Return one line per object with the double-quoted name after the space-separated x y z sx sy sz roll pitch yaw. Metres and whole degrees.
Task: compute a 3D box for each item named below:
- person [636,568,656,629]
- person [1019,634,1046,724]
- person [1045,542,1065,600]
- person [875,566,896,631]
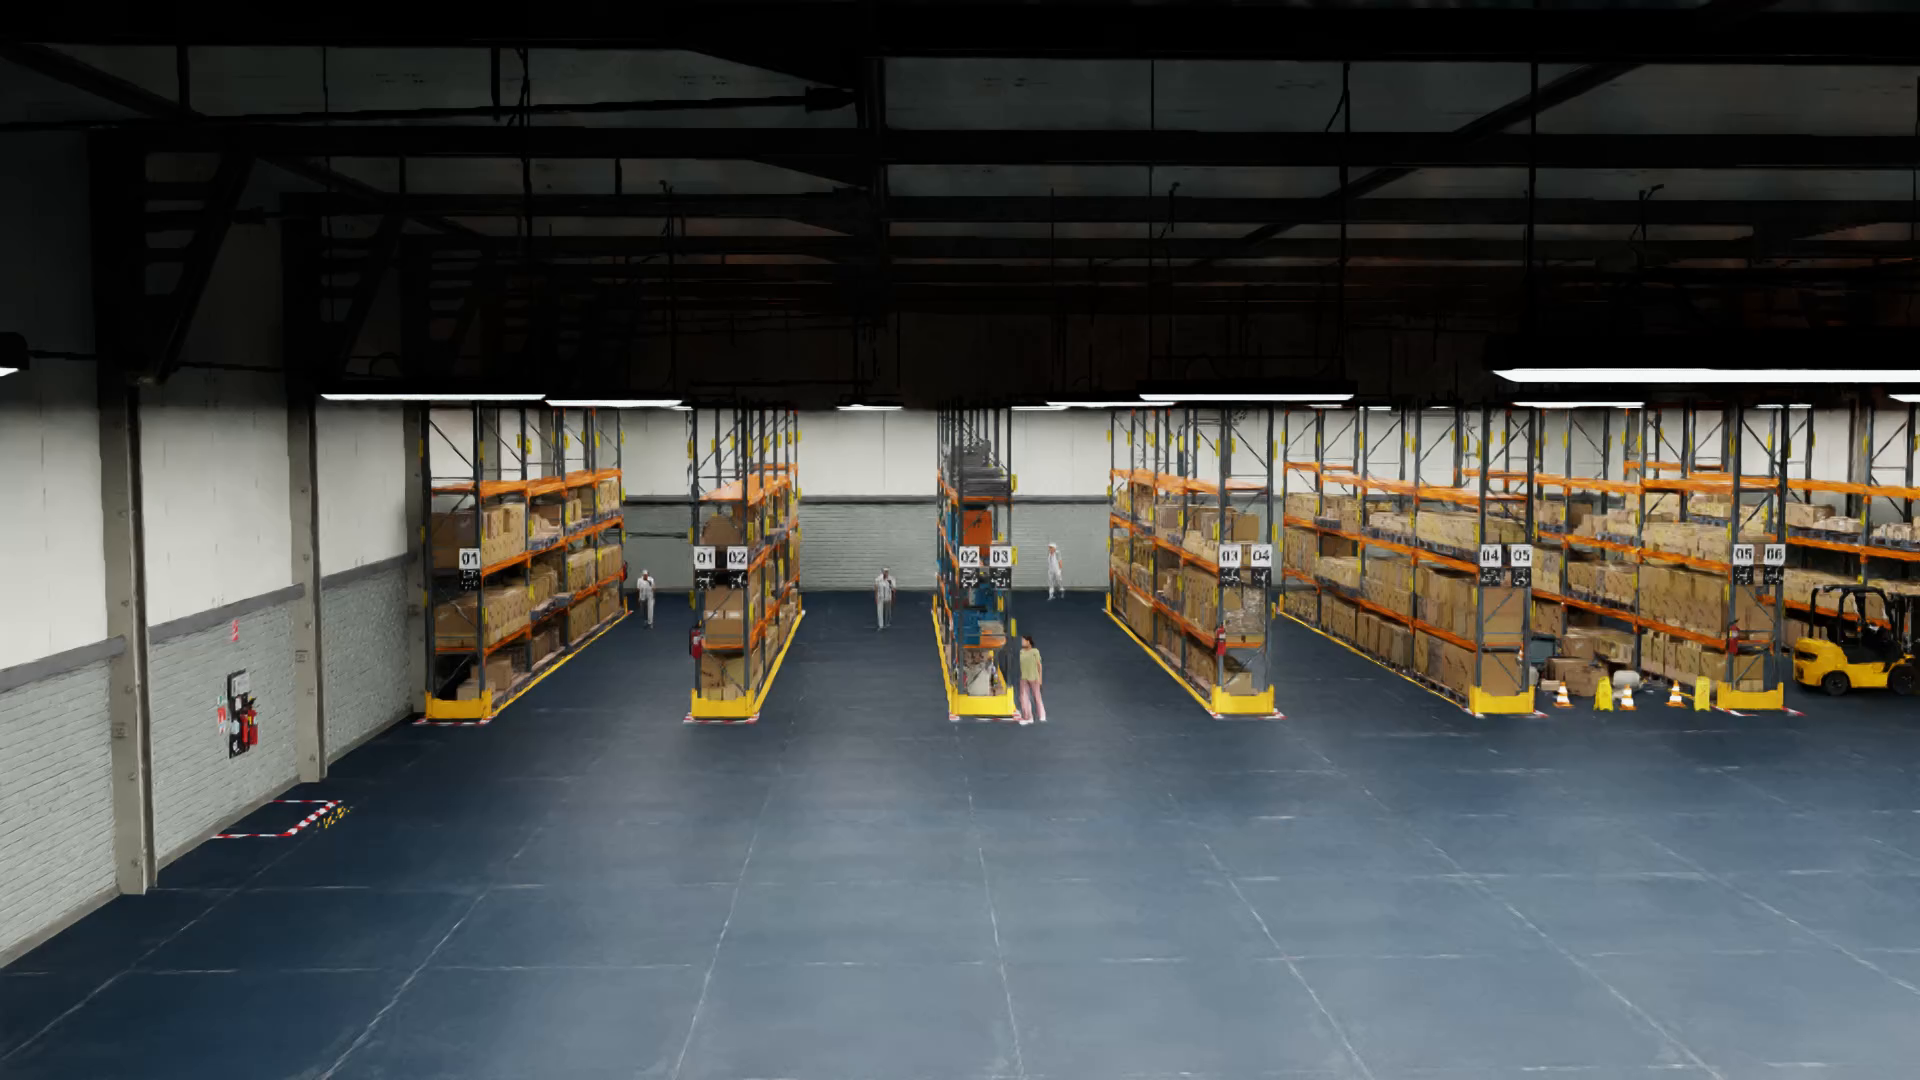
-8.287 1.528 43.895 0.497 1.580 1.091 0 4 -5 "person"
1.332 2.540 30.573 0.498 1.661 0.568 3 5 36 "person"
2.899 0.936 50.610 0.569 1.780 0.599 4 6 45 "person"
-1.944 1.509 43.506 0.540 1.676 1.120 0 4 -4 "person"
